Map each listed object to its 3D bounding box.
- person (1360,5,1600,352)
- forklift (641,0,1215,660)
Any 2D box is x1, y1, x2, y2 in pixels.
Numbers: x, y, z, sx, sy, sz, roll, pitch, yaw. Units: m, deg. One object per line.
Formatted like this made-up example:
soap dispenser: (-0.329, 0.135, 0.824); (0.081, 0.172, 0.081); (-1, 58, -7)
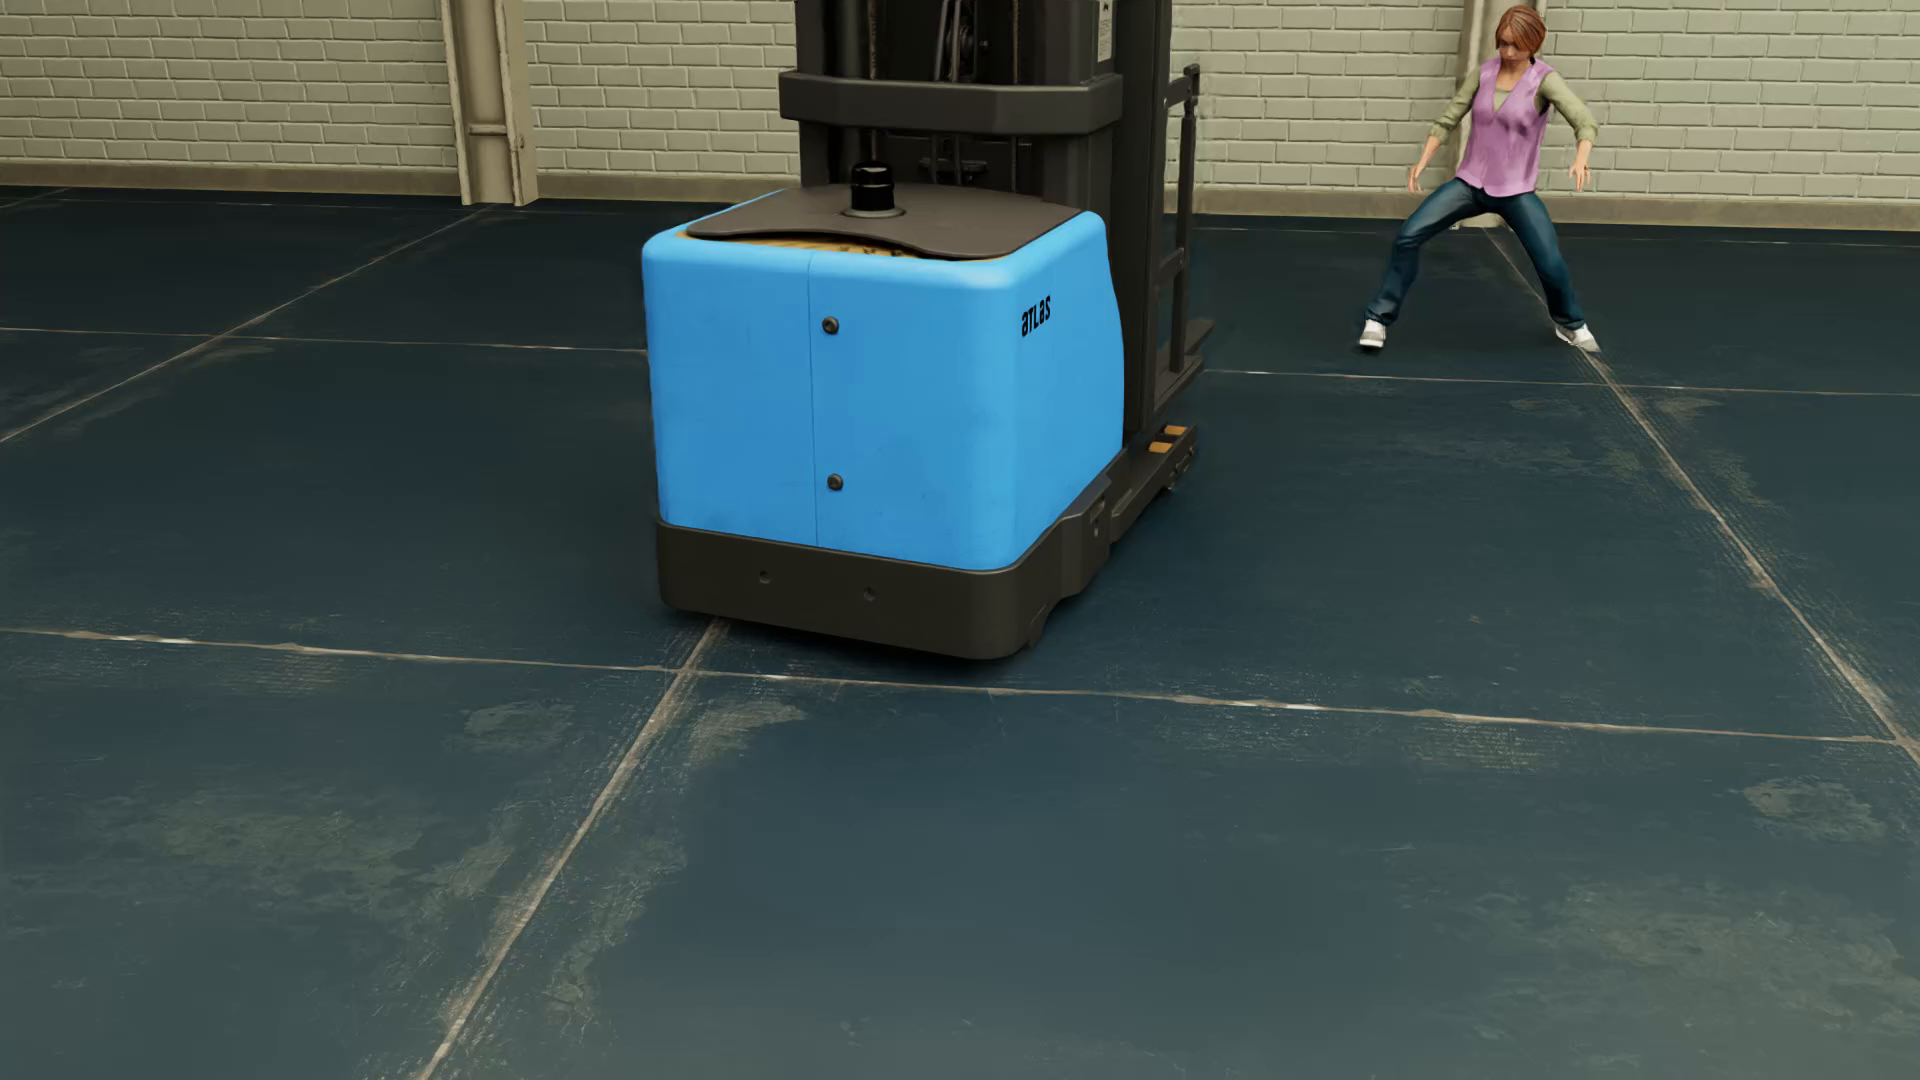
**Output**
person: (2.263, -1.486, 7.002); (0.876, 1.459, 0.835); (16, 27, 35)
forklift: (0.178, -1.574, 5.162); (1.130, 2.935, 3.031); (8, 23, 20)
